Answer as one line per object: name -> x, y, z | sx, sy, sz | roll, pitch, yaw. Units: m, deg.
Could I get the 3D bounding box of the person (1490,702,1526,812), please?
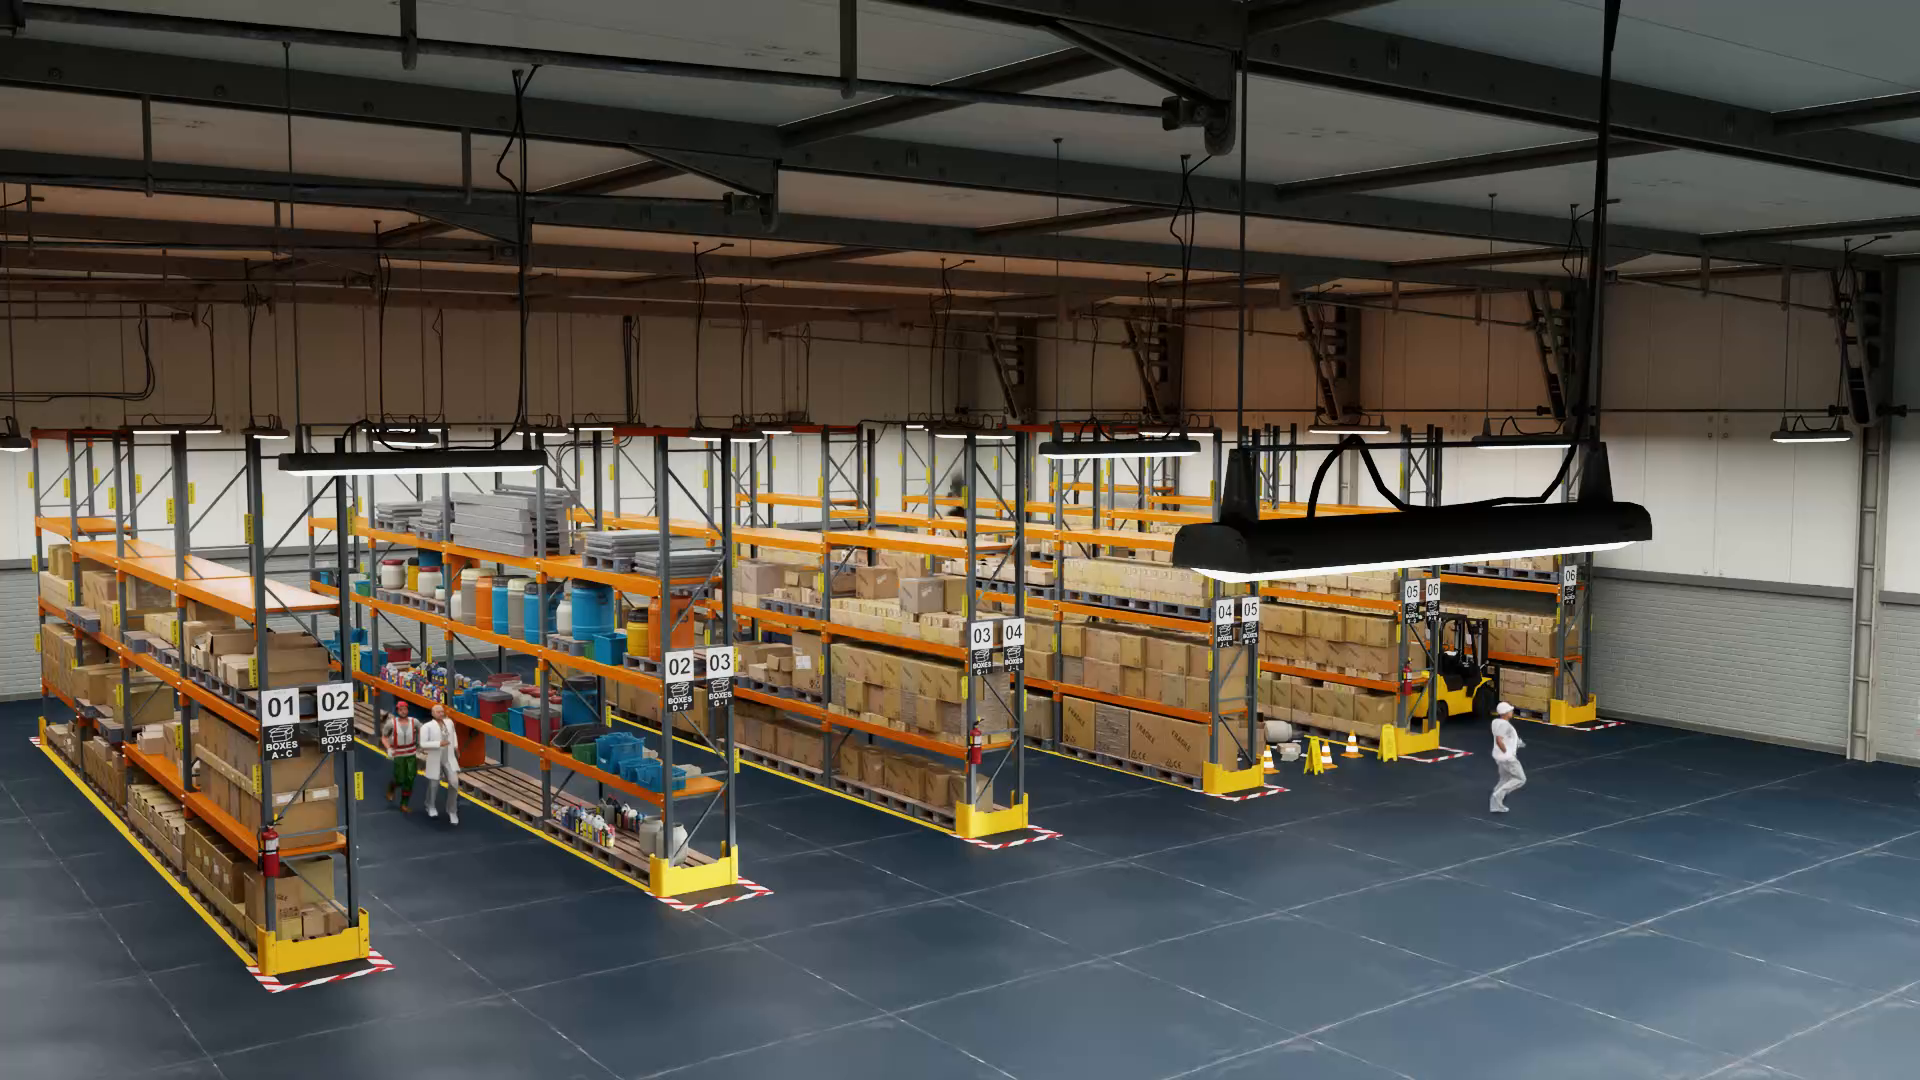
person -> 8.603, 3.407, 26.083 | 0.597, 1.736, 0.676 | 0, 4, -1

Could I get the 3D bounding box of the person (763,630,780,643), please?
person -> -4.798, 2.215, 42.401 | 0.521, 1.617, 0.582 | -3, 5, -30

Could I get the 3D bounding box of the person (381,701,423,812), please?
person -> -8.788, 3.402, 26.287 | 0.650, 1.754, 0.647 | -3, 5, -33

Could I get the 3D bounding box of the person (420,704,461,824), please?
person -> -7.984, 3.441, 25.553 | 0.672, 1.850, 0.842 | -4, 6, -38
